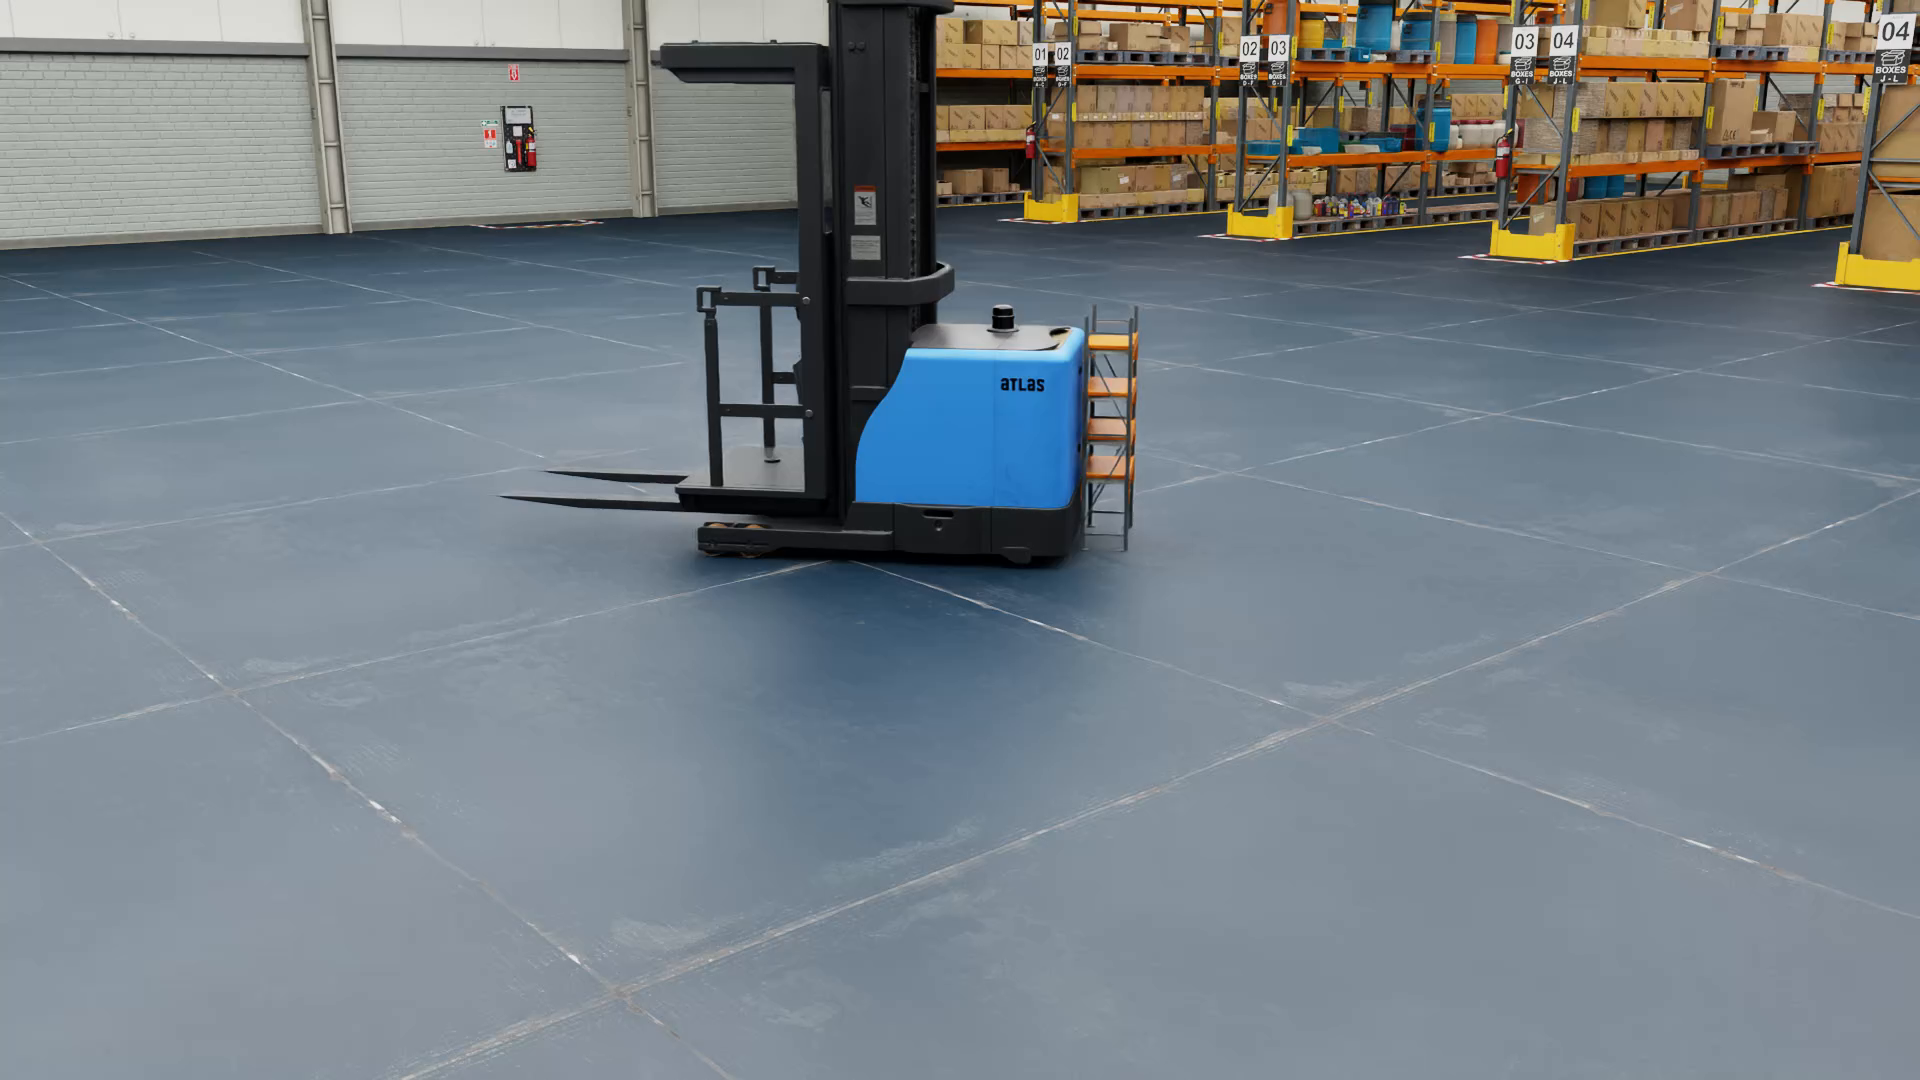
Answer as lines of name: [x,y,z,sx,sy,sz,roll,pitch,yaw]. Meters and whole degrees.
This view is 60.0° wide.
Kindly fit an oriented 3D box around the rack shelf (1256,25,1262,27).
rack shelf: [9.031,-13.169,42.783,4.000,0.370,1.077,-13,19,-39]

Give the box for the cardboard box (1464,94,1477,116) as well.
cardboard box: [11.706,-10.153,38.816,0.500,0.500,0.500,-13,20,-41]

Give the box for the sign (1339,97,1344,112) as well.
sign: [8.126,-9.283,35.448,0.005,0.325,0.100,-13,19,-39]

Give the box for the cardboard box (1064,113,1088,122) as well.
cardboard box: [2.162,-7.862,30.922,0.250,0.149,0.380,-13,20,-40]

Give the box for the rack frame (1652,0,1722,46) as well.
rack frame: [11.242,-9.123,25.467,0.127,3.000,1.000,-13,19,-39]

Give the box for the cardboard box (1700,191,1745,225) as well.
cardboard box: [12.513,-5.501,27.524,0.700,0.500,0.500,14,20,42]

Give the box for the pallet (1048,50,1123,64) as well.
pallet: [2.275,-8.997,30.980,1.213,0.211,1.003,-13,19,-39]

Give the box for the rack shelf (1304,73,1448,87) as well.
rack shelf: [9.268,-10.272,36.974,4.000,0.370,1.077,-13,19,-39]

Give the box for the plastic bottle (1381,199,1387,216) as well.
plastic bottle: [7.454,-5.856,29.270,0.133,0.283,0.061,-11,19,-36]

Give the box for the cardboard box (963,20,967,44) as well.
cardboard box: [-0.201,-10.812,35.431,0.500,0.500,0.500,-13,20,-39]

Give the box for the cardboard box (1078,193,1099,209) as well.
cardboard box: [2.275,-6.398,31.405,0.500,0.250,0.500,-13,19,-39]

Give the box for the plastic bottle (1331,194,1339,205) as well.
plastic bottle: [6.646,-5.962,29.537,0.185,0.351,0.144,-13,20,-40]

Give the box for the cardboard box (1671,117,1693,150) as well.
cardboard box: [10.862,-6.352,25.949,0.500,0.500,0.875,-13,19,-39]

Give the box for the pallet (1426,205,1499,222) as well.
pallet: [9.479,-6.190,31.515,1.213,0.211,1.003,-13,19,-39]

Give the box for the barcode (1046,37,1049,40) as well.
barcode: [1.636,-9.351,31.007,0.075,0.075,0.001,-13,19,-39]

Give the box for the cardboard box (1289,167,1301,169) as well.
cardboard box: [7.172,-7.945,36.110,0.500,0.311,0.500,-12,19,-38]

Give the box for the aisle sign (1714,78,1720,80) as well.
aisle sign: [16.903,-10.548,37.388,0.004,0.787,0.394,-13,19,-39]

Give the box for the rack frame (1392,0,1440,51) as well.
rack frame: [7.991,-10.087,29.076,0.127,3.000,1.000,-13,19,-39]

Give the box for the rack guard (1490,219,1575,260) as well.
rack guard: [8.282,-4.352,24.075,0.348,0.500,1.175,-13,19,-39]

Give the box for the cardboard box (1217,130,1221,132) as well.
cardboard box: [6.258,-9.999,40.820,0.250,0.149,0.380,-12,19,-38]

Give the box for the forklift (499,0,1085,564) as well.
forklift: [-0.884,-1.456,8.521,3.031,2.935,1.130,2,15,9]

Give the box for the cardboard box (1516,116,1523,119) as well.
cardboard box: [13.246,-10.017,40.247,0.500,0.500,0.500,-12,19,-39]

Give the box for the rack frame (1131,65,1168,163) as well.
rack frame: [4.505,-9.795,39.608,0.127,3.000,1.000,-13,19,-39]

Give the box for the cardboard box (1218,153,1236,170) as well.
cardboard box: [6.449,-9.350,41.295,0.750,0.750,0.750,-12,19,-38]

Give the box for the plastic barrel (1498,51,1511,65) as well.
plastic barrel: [10.202,-8.988,31.042,0.301,0.262,0.301,0,15,0]

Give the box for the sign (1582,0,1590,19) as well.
sign: [8.581,-7.313,22.809,0.005,0.325,0.100,-13,19,-39]

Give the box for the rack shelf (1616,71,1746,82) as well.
rack shelf: [15.535,-9.984,35.898,4.000,0.370,1.077,-13,19,-39]

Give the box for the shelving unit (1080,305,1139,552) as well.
shelving unit: [0.776,-0.586,8.618,0.258,1.200,0.503,2,15,8]

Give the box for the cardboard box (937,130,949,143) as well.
cardboard box: [-0.571,-8.489,34.969,0.500,0.250,0.500,-13,20,-41]

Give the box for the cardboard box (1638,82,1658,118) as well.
cardboard box: [9.950,-6.516,24.625,0.500,0.500,0.500,-13,19,-39]

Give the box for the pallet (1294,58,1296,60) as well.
pallet: [6.465,-9.867,34.430,1.213,0.211,1.003,-12,19,-37]

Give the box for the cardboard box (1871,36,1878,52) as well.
cardboard box: [16.390,-9.021,30.254,0.500,0.311,0.500,-14,20,-41]

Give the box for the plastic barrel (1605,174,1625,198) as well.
plastic barrel: [13.604,-7.644,34.808,0.708,0.901,0.600,-13,19,-39]

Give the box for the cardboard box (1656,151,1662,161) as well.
cardboard box: [10.459,-5.858,25.354,0.250,0.149,0.380,-13,19,-39]

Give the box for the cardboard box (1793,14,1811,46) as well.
cardboard box: [13.684,-8.423,27.495,0.500,0.500,0.500,-13,20,-39]

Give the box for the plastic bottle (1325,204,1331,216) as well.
plastic bottle: [6.480,-5.808,29.251,0.097,0.201,0.097,0,15,0]

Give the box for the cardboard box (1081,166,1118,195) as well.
cardboard box: [2.651,-6.846,31.627,0.500,0.500,0.500,-13,19,-39]

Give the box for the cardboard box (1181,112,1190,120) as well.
cardboard box: [4.294,-8.341,32.715,0.250,0.149,0.380,-13,20,-41]

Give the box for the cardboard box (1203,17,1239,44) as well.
cardboard box: [5.233,-10.192,33.307,0.500,0.500,0.500,-12,19,-39]

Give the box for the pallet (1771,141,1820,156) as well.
pallet: [13.792,-6.668,28.273,1.003,0.211,1.213,-13,19,-39]

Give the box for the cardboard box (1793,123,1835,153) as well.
cardboard box: [14.805,-6.980,28.875,0.500,0.500,0.500,-12,19,-38]

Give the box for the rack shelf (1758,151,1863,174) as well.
rack shelf: [15.768,-6.893,30.139,4.000,0.370,1.077,-13,19,-39]

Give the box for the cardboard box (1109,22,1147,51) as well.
cardboard box: [3.157,-9.472,31.308,0.500,0.500,0.500,-13,19,-39]

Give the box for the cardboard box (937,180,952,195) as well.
cardboard box: [-0.519,-7.550,35.559,0.500,0.311,0.500,-11,18,-35]

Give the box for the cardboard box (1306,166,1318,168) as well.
cardboard box: [8.924,-9.746,43.453,0.500,0.500,0.700,-12,19,-38]

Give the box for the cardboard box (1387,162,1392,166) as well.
cardboard box: [9.498,-8.672,37.942,0.500,0.250,0.500,-13,19,-39]

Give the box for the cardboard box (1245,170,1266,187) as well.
cardboard box: [5.988,-7.492,34.415,0.500,0.311,0.500,-14,20,-41]

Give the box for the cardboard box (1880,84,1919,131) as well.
cardboard box: [11.710,-5.214,20.073,0.550,0.550,0.875,-13,19,-39]

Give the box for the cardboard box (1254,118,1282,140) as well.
cardboard box: [6.504,-8.592,34.911,0.500,0.500,0.500,-14,20,-42]

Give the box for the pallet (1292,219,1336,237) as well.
pallet: [5.616,-5.323,28.267,1.213,0.211,1.003,-13,19,-39]

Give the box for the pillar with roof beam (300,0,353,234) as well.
pillar with roof beam: [-7.796,-8.754,24.086,0.400,9.000,9.100,-13,19,-39]

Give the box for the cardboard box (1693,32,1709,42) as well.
cardboard box: [11.187,-7.683,25.405,0.250,0.149,0.380,-12,19,-38]

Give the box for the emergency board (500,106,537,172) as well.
emergency board: [-7.985,-7.299,30.264,0.643,1.169,0.194,-13,19,-39]

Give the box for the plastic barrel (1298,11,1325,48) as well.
plastic barrel: [5.750,-8.472,27.664,0.600,0.588,0.600,0,15,0]

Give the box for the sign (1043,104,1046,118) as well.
sign: [1.849,-9.431,36.569,0.005,0.325,0.100,-13,19,-39]

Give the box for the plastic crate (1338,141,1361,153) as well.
plastic crate: [6.781,-6.911,29.223,0.662,0.188,0.450,-13,19,-39]

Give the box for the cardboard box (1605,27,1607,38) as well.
cardboard box: [8.953,-7.210,23.635,0.250,0.149,0.380,-13,20,-40]
